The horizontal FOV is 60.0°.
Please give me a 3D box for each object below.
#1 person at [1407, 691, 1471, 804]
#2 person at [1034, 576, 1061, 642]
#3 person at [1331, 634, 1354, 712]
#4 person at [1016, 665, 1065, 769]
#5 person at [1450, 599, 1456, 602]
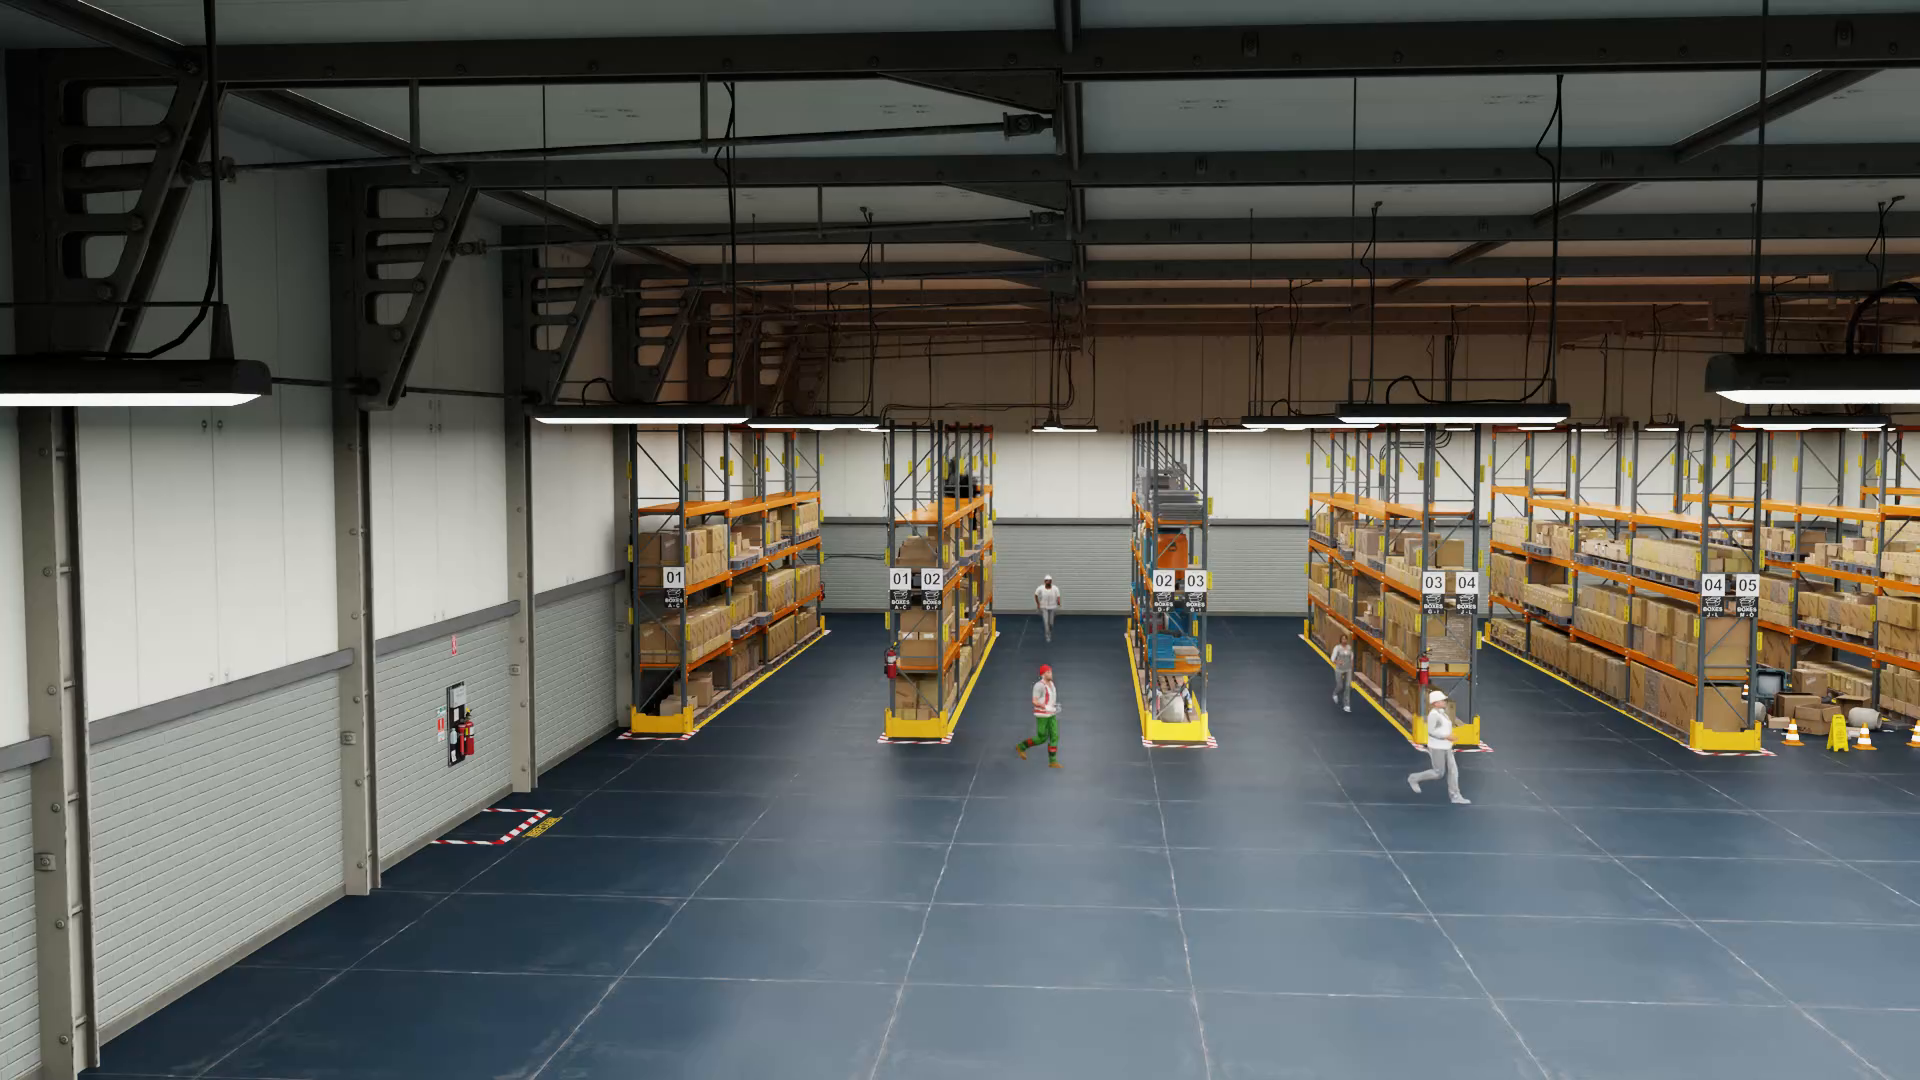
[{"bbox_3d":[7.461,3.211,25.822,0.971,1.741,0.676,2,4,32],"label":"person"},{"bbox_3d":[2.314,1.799,43.894,0.683,1.743,0.646,0,4,-5],"label":"person"},{"bbox_3d":[7.951,2.736,34.507,0.537,1.587,0.860,0,4,-5],"label":"person"},{"bbox_3d":[1.424,3.032,28.661,0.886,1.781,0.664,2,4,34],"label":"person"},{"bbox_3d":[13.335,2.041,44.639,0.602,1.652,0.883,1,4,10],"label":"person"}]
